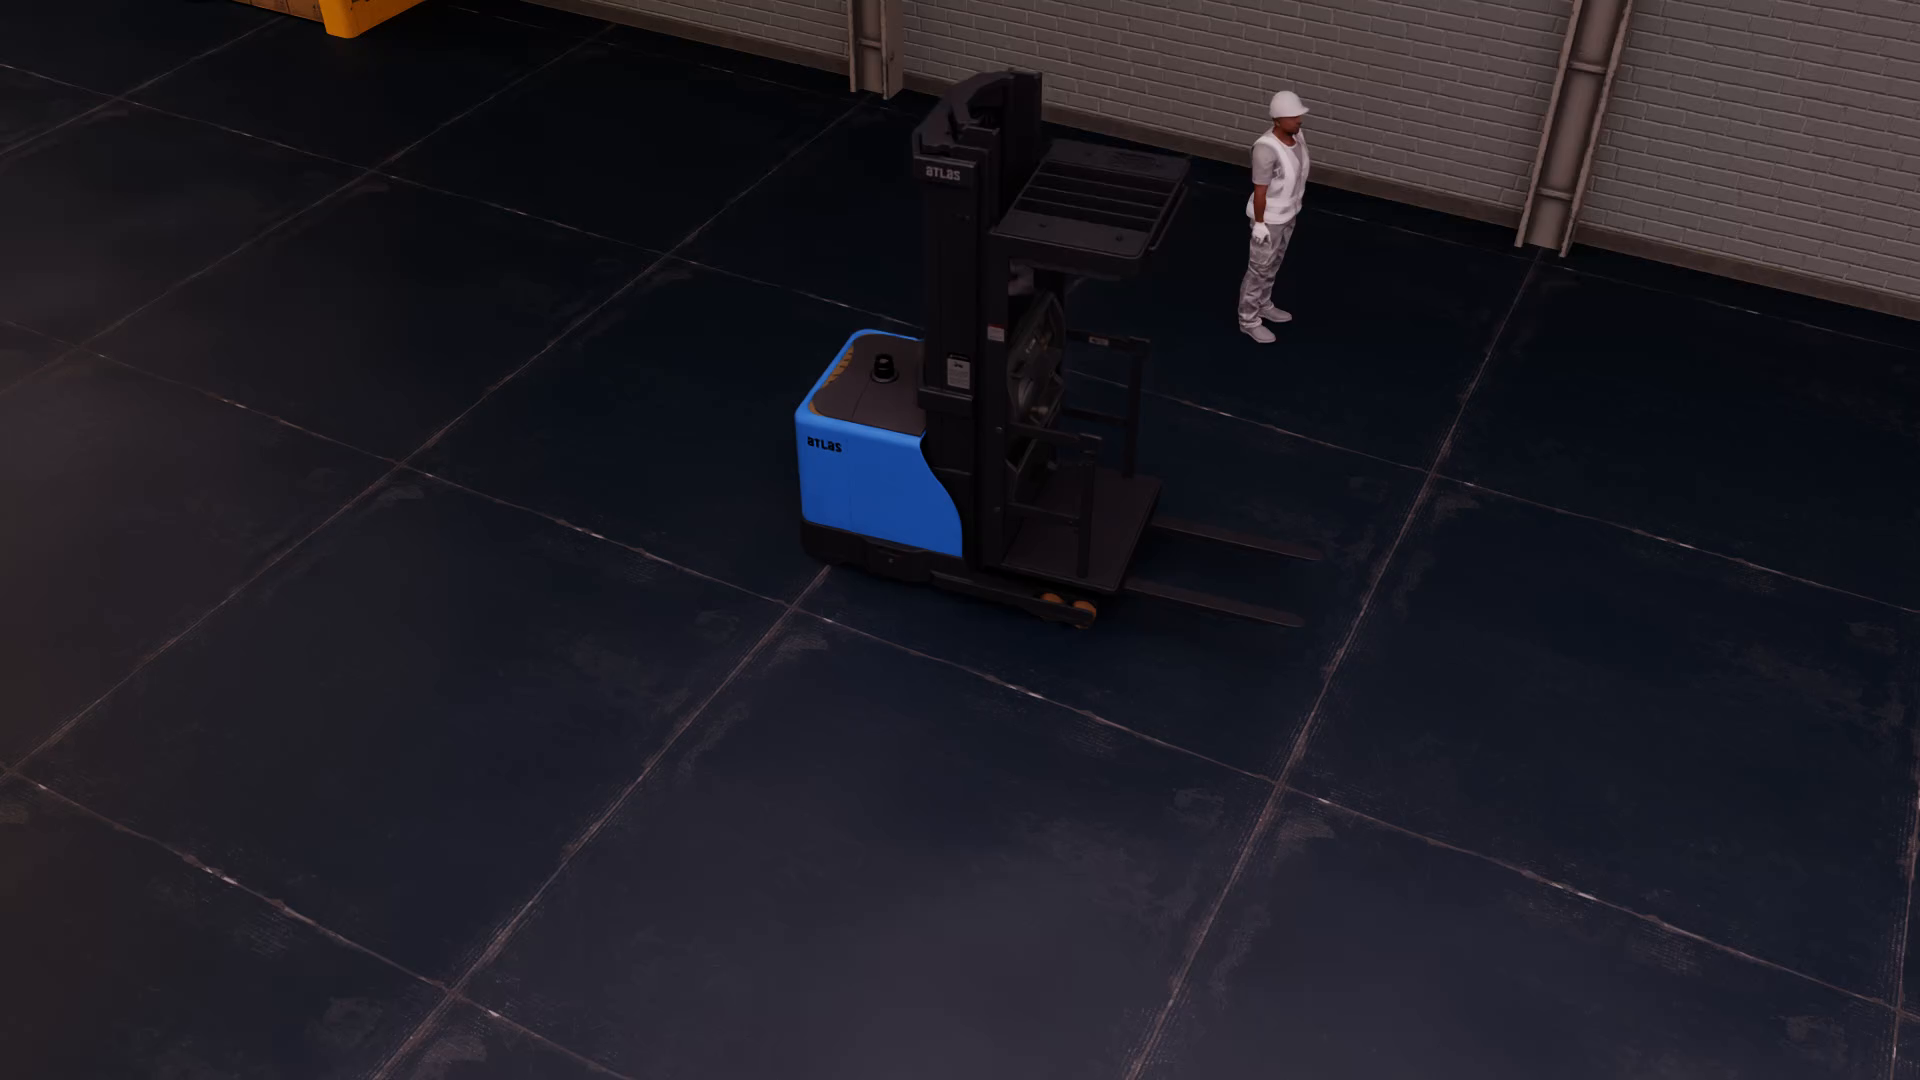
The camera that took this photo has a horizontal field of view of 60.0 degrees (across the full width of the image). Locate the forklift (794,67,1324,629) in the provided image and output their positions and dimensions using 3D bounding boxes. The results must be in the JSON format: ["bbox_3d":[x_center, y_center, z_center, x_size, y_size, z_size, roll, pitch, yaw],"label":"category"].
[{"bbox_3d":[0.609,-0.993,9.165,3.031,2.935,1.130,13,42,15],"label":"forklift"}]

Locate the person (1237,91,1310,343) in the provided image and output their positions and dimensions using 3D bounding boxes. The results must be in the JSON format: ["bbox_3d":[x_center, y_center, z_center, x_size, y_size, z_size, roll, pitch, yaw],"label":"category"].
[{"bbox_3d":[2.206,-2.266,11.566,0.384,1.790,0.538,22,45,24],"label":"person"}]
